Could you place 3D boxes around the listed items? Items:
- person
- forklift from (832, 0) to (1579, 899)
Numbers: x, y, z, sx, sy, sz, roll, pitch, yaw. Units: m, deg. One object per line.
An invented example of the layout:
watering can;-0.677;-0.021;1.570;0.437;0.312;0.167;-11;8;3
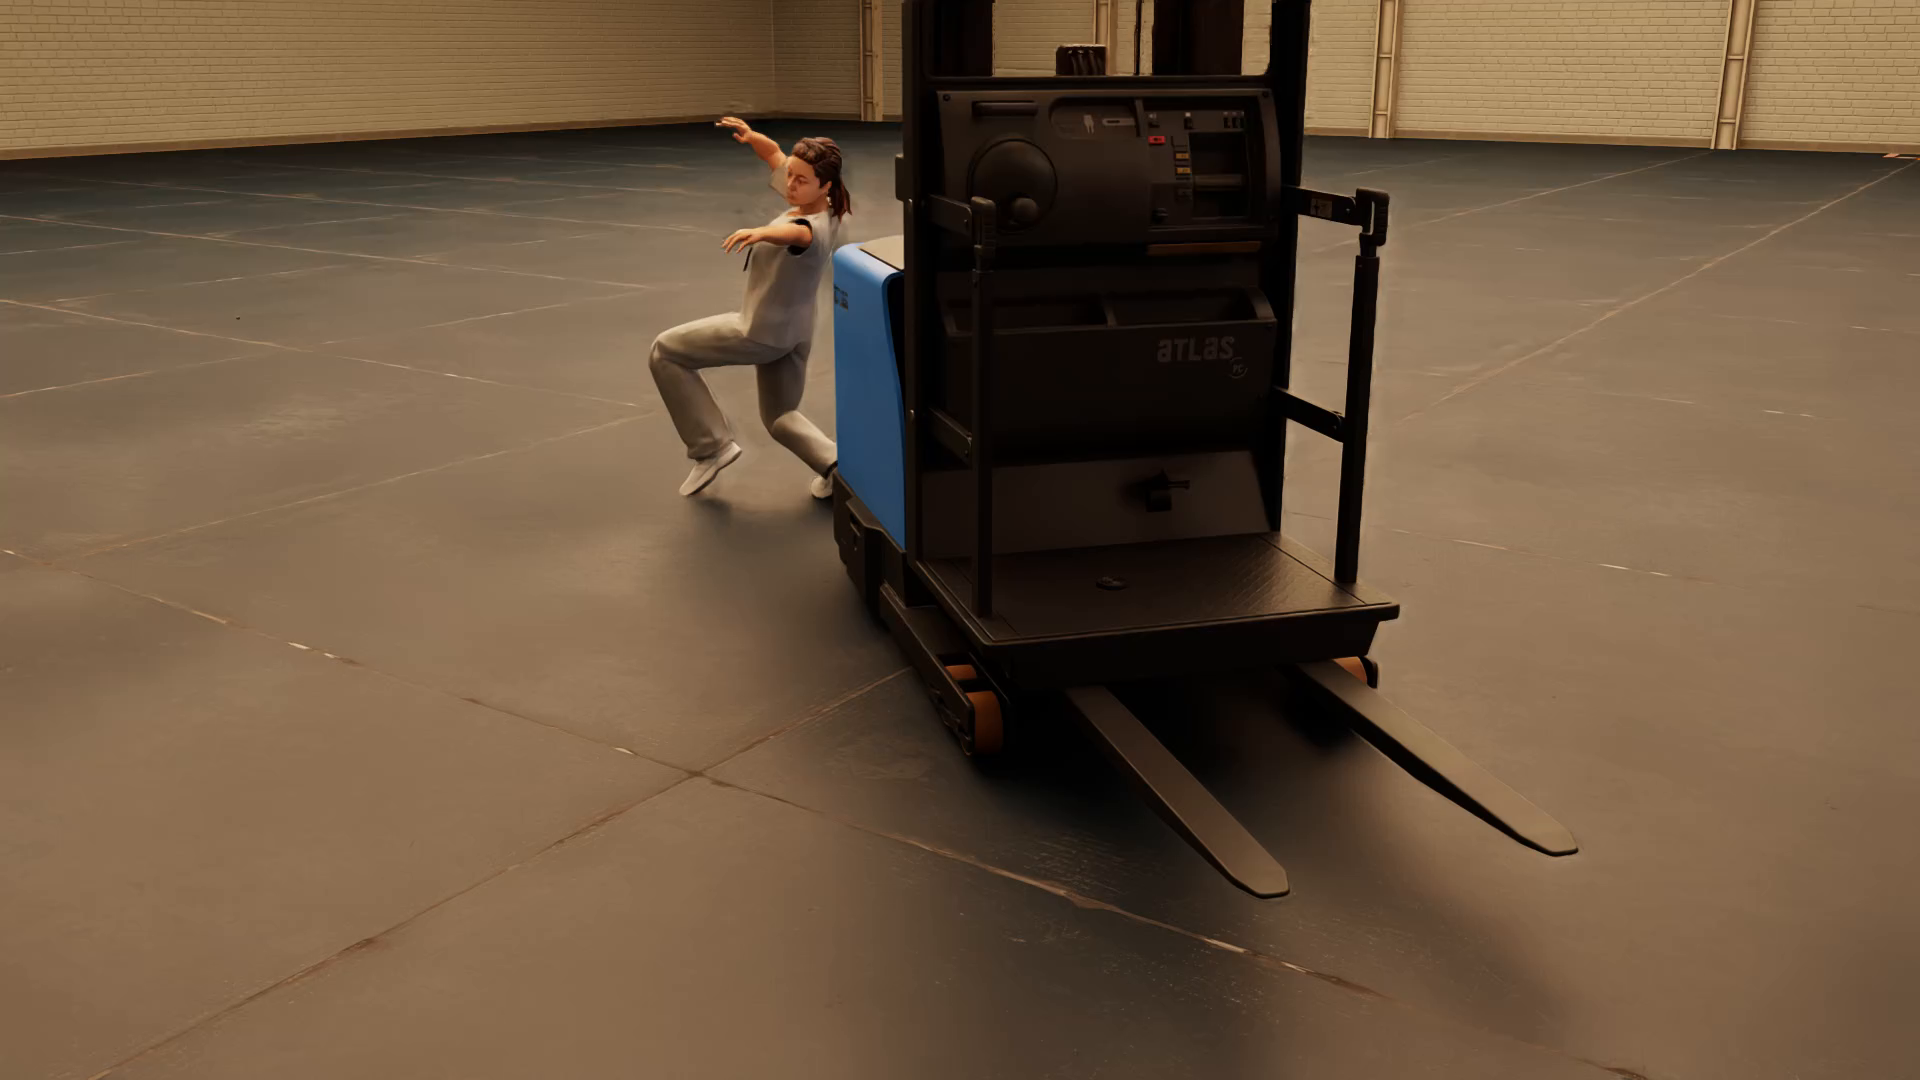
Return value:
person;-0.860;-0.802;6.138;0.843;1.466;0.983;7;18;22
forklift;0.456;-0.988;4.137;1.130;2.935;3.031;-5;17;-15
